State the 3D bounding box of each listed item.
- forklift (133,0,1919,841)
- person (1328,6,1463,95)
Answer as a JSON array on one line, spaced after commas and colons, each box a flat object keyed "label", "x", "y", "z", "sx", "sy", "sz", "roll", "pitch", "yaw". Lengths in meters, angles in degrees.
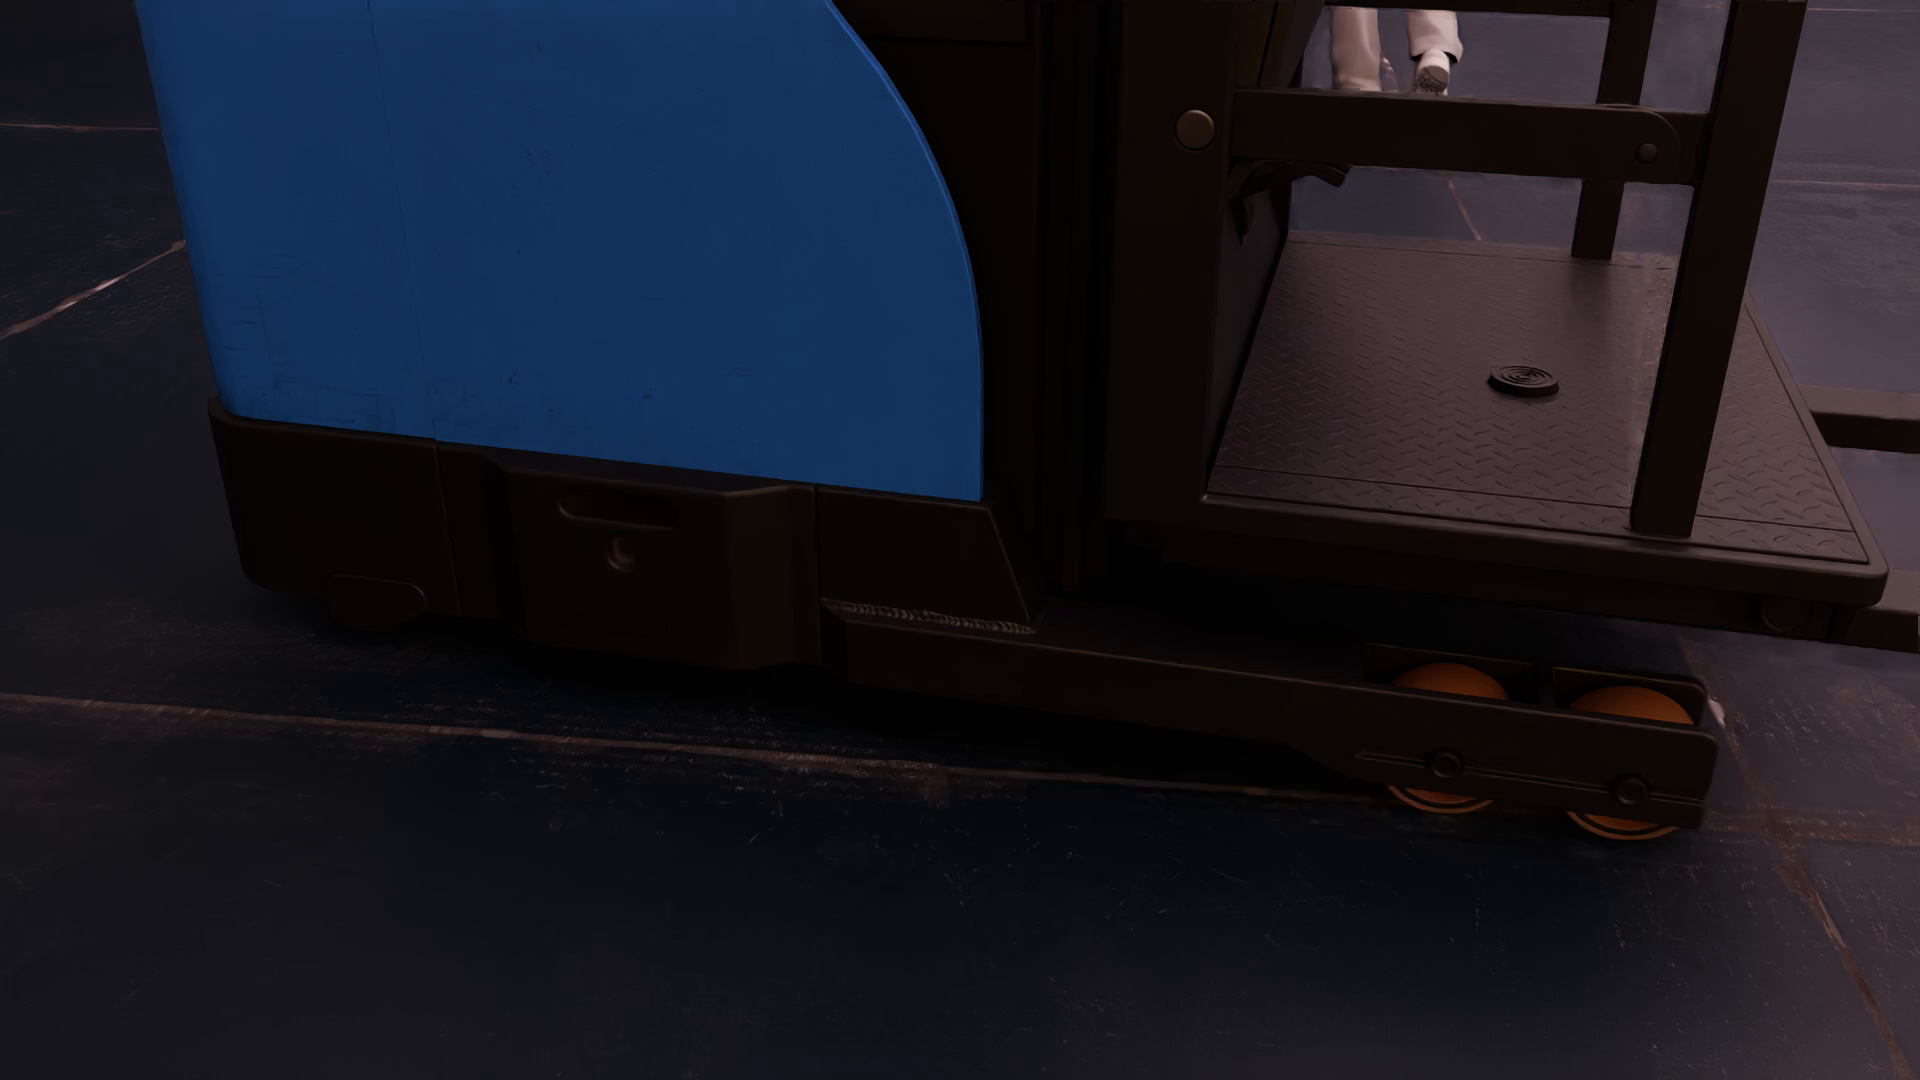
[{"label": "forklift", "x": 0.592, "y": -1.244, "z": 1.710, "sx": 3.031, "sy": 2.935, "sz": 1.130, "roll": 7, "pitch": 27, "yaw": 13}, {"label": "person", "x": 1.202, "y": -2.058, "z": 4.702, "sx": 0.872, "sy": 1.779, "sz": 0.493, "roll": 1, "pitch": 27, "yaw": 2}]
